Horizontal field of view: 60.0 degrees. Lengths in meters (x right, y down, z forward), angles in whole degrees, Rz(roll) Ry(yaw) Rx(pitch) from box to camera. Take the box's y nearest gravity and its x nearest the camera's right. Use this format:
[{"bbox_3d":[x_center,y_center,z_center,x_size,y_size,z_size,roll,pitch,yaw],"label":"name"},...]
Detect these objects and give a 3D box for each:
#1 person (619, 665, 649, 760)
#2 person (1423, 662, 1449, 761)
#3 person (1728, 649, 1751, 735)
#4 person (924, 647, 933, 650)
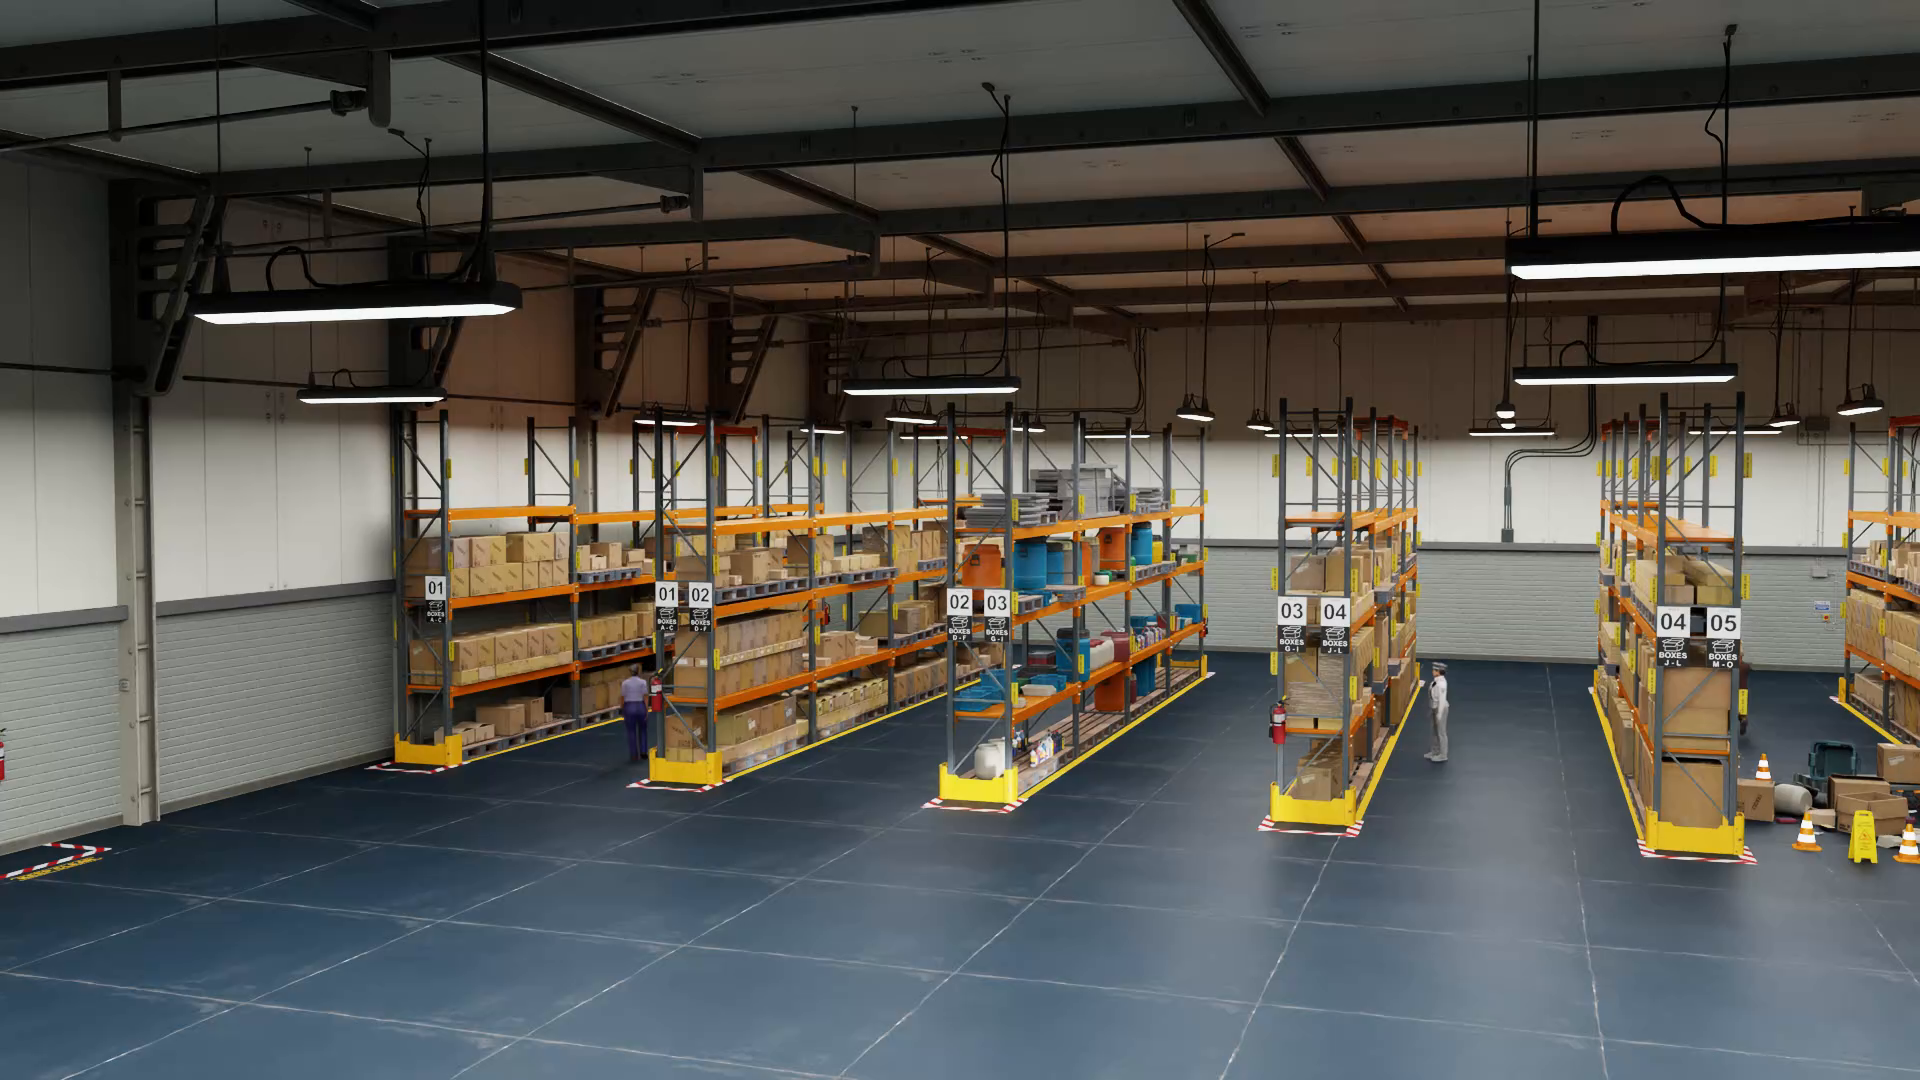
[{"bbox_3d":[-5.583,2.983,28.563,0.526,1.708,0.596,-1,3,-22],"label":"person"},{"bbox_3d":[8.197,2.928,28.572,0.383,1.680,0.539,0,2,0],"label":"person"},{"bbox_3d":[14.483,2.844,31.187,0.602,1.655,0.867,0,2,-5],"label":"person"},{"bbox_3d":[-1.076,2.293,45.985,0.719,1.462,0.444,2,3,34],"label":"person"}]
